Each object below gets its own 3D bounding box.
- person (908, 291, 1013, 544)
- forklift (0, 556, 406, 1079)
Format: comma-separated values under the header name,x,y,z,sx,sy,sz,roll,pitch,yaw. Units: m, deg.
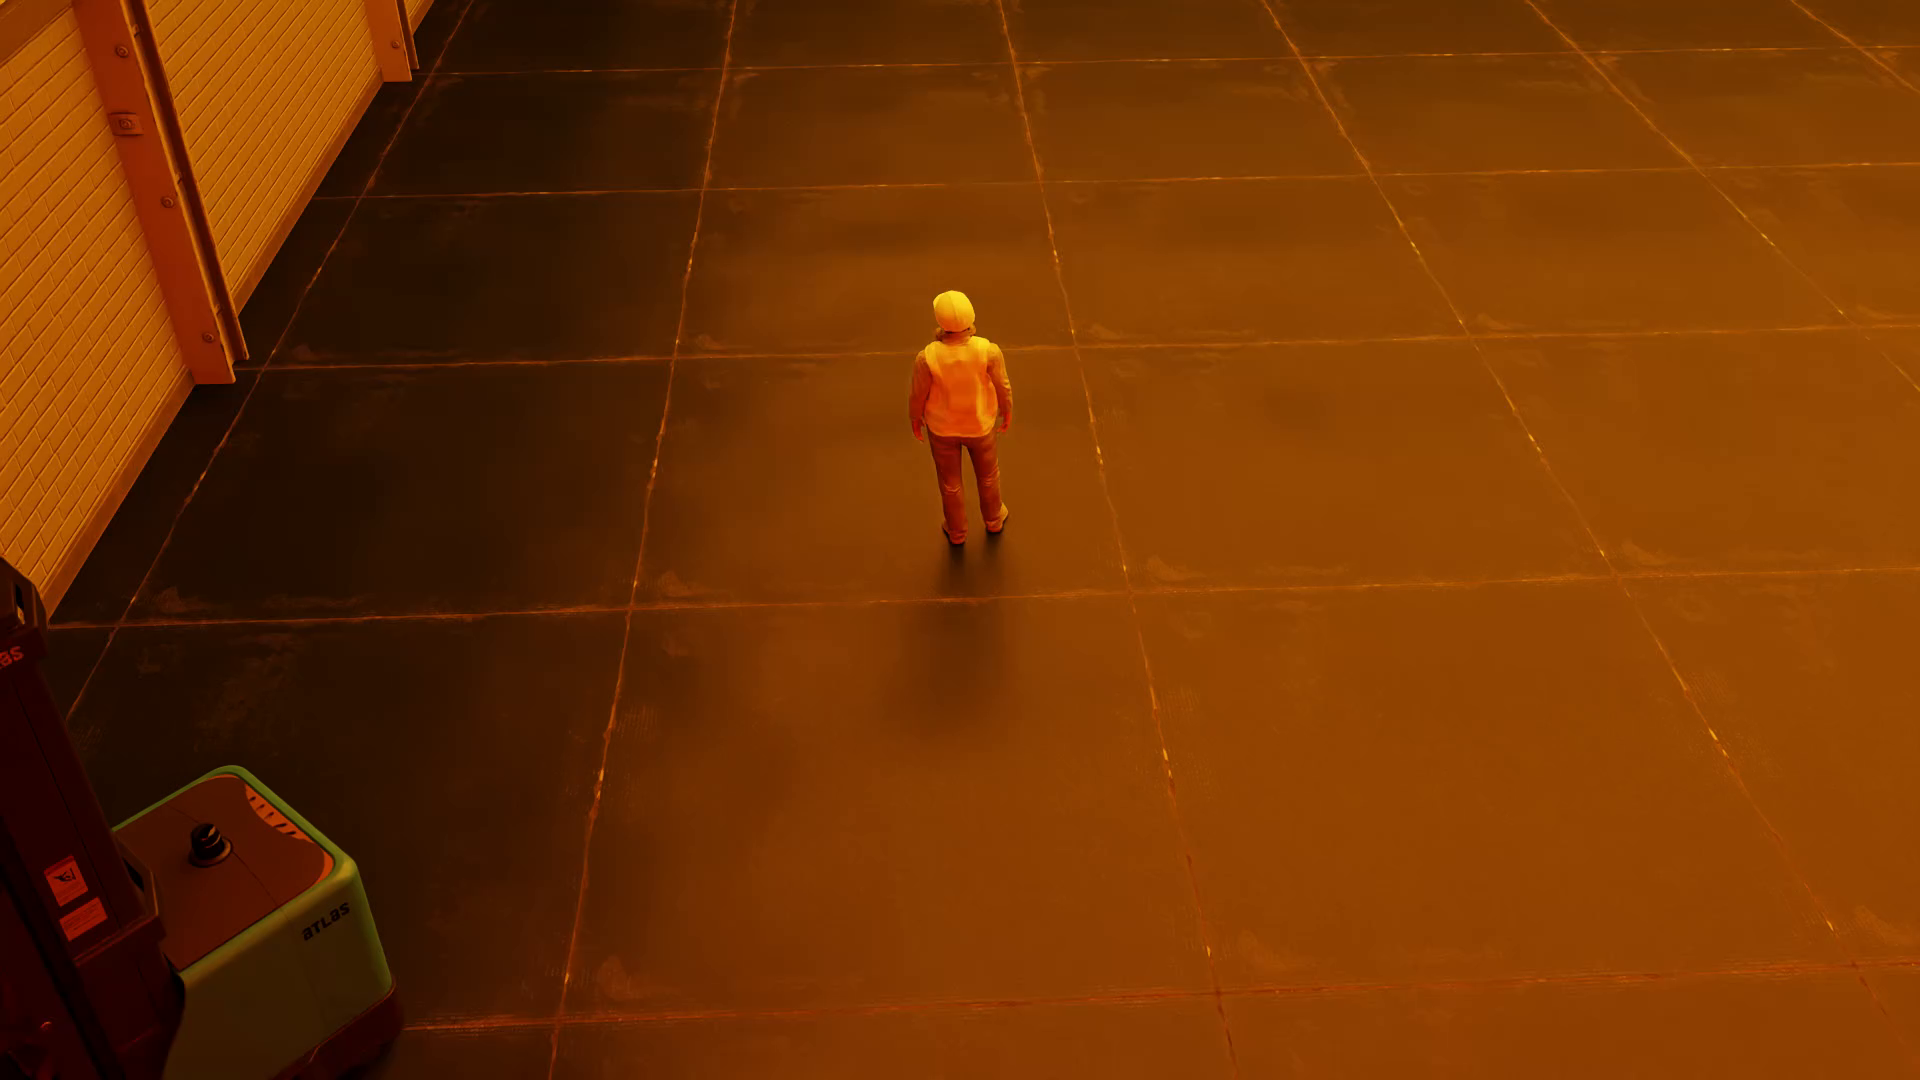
name,x,y,z,sx,sy,sz,roll,pitch,yaw
person,0.005,-0.760,10.024,0.632,1.773,0.568,-2,36,-2
forklift,-3.813,1.496,5.956,1.130,2.935,3.031,27,44,32
